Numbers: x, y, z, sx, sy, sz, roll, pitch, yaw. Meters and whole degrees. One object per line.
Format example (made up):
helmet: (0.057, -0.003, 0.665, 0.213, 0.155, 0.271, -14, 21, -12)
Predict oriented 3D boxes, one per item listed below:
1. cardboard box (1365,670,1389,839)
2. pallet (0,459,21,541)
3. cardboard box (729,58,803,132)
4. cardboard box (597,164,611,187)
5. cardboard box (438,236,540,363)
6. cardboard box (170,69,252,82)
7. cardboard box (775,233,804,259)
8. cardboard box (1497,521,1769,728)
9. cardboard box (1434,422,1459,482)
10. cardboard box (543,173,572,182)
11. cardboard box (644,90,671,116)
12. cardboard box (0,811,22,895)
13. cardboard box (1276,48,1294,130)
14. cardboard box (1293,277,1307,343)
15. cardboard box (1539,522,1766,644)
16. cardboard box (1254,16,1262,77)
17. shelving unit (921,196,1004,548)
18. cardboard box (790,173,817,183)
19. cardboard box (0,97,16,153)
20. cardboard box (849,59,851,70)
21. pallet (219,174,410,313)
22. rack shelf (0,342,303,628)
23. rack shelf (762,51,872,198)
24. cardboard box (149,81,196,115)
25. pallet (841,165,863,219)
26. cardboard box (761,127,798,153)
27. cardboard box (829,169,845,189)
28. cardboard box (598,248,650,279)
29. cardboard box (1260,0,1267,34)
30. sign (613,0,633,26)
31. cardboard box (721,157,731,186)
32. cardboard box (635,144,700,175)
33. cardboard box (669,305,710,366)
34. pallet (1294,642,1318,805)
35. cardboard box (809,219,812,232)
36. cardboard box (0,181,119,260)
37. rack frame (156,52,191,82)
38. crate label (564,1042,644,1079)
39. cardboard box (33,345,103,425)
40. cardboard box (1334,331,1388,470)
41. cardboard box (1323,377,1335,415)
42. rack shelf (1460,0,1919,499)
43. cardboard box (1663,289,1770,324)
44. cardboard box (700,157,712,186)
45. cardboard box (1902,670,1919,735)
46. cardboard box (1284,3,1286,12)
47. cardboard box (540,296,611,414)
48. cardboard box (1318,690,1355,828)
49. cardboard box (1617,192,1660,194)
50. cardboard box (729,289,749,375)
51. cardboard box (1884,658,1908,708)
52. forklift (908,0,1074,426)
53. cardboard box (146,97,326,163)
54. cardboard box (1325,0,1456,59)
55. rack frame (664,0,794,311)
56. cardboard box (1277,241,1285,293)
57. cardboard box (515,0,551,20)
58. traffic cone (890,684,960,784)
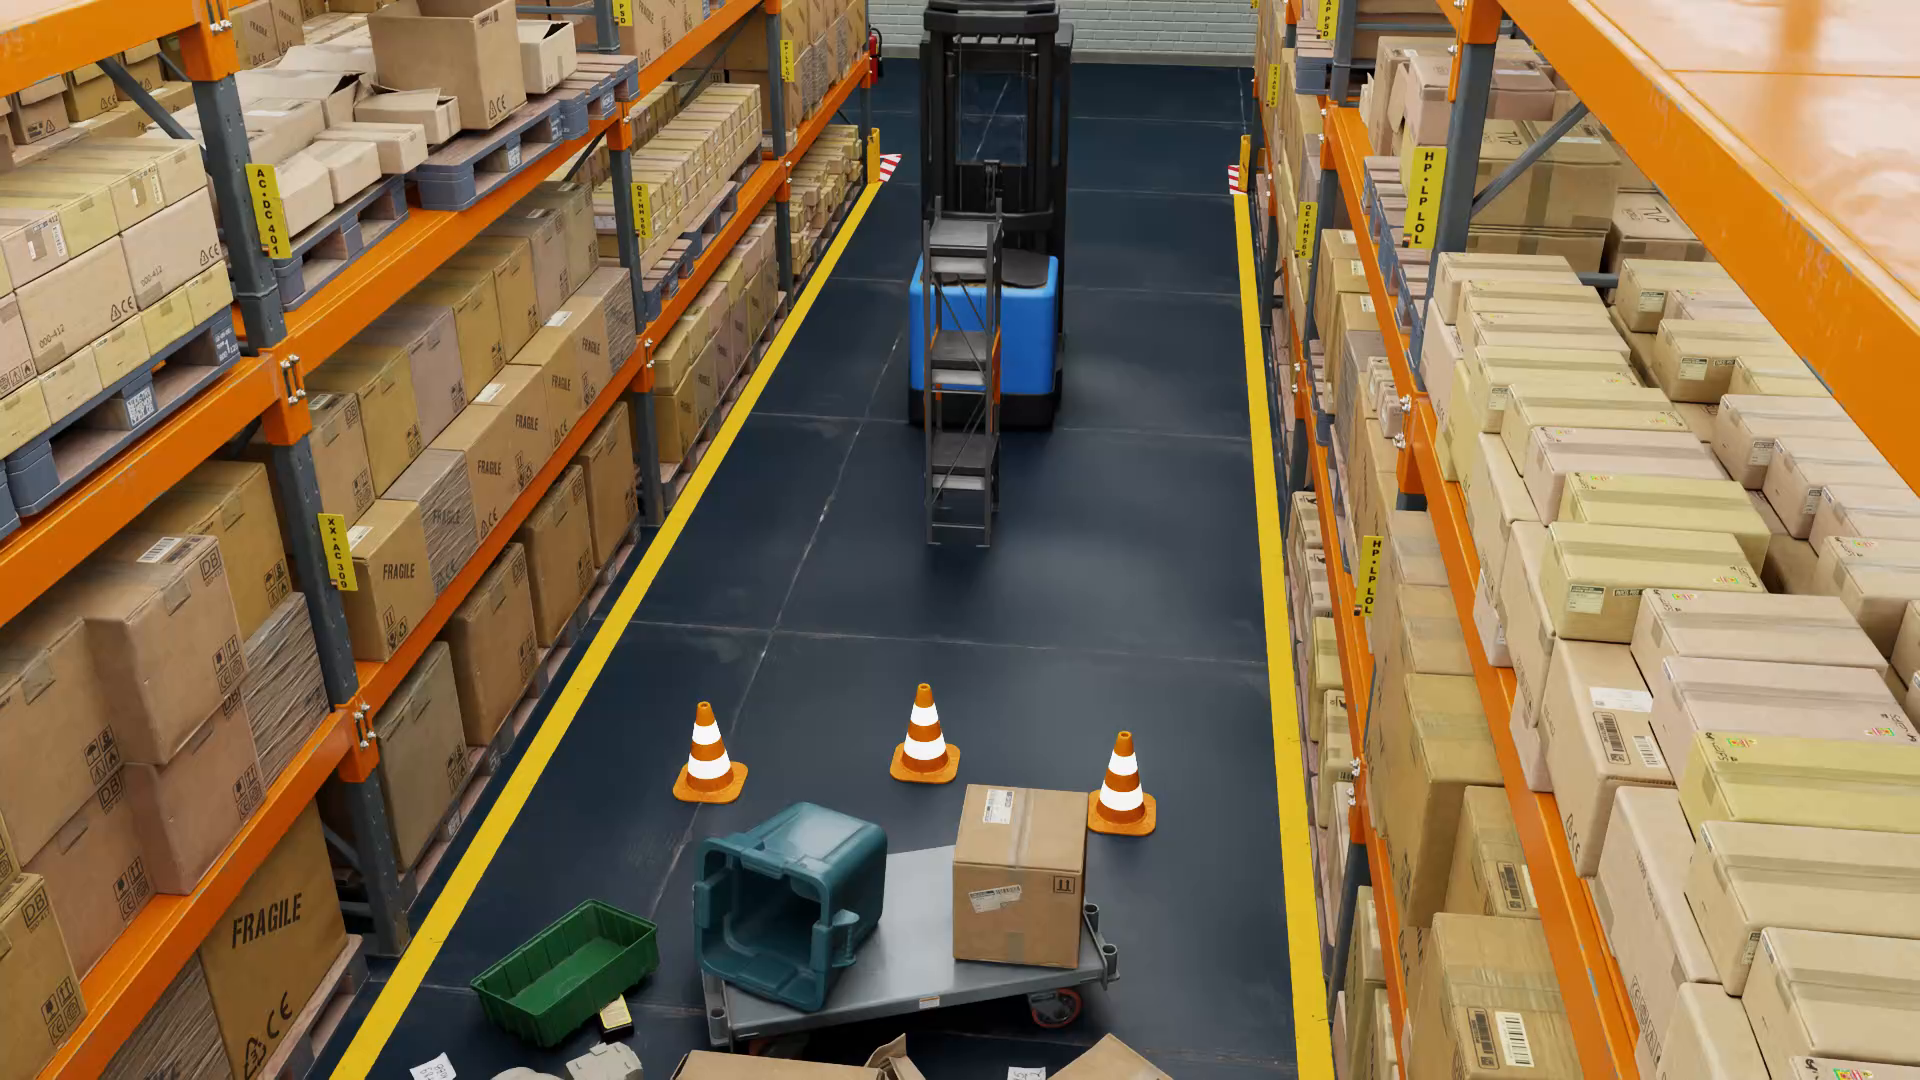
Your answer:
cardboard box: (1.689, 0.689, 5.682, 0.500, 0.500, 0.500, 3, 28, 6)
pallet: (-3.168, 0.108, 4.109, 1.003, 0.211, 1.213, 3, 28, 6)
cardboard box: (-1.615, -3.726, 13.877, 0.500, 0.500, 0.500, 3, 28, 5)
cardboard box: (-2.651, -2.522, 11.569, 0.380, 0.149, 0.250, 4, 29, 7)
cardboard box: (-2.602, -1.244, 8.529, 0.700, 0.500, 0.500, 3, 28, 5)
cardboard box: (-6.518, -3.940, 14.537, 0.500, 0.250, 0.500, 3, 28, 5)
cardboard box: (-1.564, -2.546, 14.354, 0.380, 0.149, 0.250, 5, 29, 9)
cardboard box: (1.506, 0.195, 3.700, 0.500, 0.250, 0.500, 4, 29, 7)
cardboard box: (1.648, -0.285, 5.010, 0.380, 0.149, 0.250, 3, 28, 6)
cardboard box: (-2.746, -2.285, 10.816, 0.380, 0.149, 0.250, 4, 29, 8)
cardboard box: (-2.458, -3.379, 12.846, 0.380, 0.149, 0.250, 4, 29, 8)
cardboard box: (-3.197, 0.825, 4.552, 0.875, 0.550, 0.500, 3, 28, 6)
cardboard box: (2.660, -3.387, 12.506, 0.500, 0.500, 0.500, 4, 29, 7)
cardboard box: (2.314, -1.397, 10.131, 0.500, 0.250, 0.500, 2, 28, 4)
cardboard box: (1.432, 0.094, 3.466, 0.380, 0.149, 0.250, 4, 29, 7)
cardboard box: (3.146, -4.811, 16.203, 0.500, 0.500, 0.500, 3, 28, 6)
shelving unit: (0.020, -1.002, 10.189, 0.431, 2.100, 0.503, 3, 28, 6)
cardboard box: (-1.530, -3.295, 15.432, 0.380, 0.149, 0.250, 2, 28, 4)
cardboard box: (-7.138, -2.921, 11.639, 0.797, 0.503, 0.637, 4, 29, 7)
cardboard box: (-1.279, -4.702, 16.371, 0.380, 0.149, 0.250, 3, 28, 6)
pallet: (-2.843, -1.238, 6.717, 0.805, 0.209, 1.217, 2, 28, 4)
rack shelf: (-3.151, 0.370, 4.288, 1.077, 0.370, 4.000, 3, 28, 6)
rack shelf: (-1.681, -3.958, 15.484, 1.077, 0.370, 4.000, 3, 28, 6)
cardboard box: (-6.622, -3.477, 13.728, 0.500, 0.500, 0.500, 3, 29, 6)
pallet: (-1.580, -3.572, 16.950, 1.003, 0.211, 1.213, 3, 28, 6)
cardboard box: (-1.566, -3.337, 13.838, 0.380, 0.149, 0.250, 4, 29, 8)
cardboard box: (-1.330, -3.522, 16.167, 0.380, 0.149, 0.250, 4, 29, 7)
cardboard box: (-2.161, -1.723, 10.400, 0.380, 0.149, 0.250, 3, 28, 5)
cardboard box: (3.092, -5.007, 15.514, 0.500, 0.500, 0.500, 3, 28, 5)
sign: (-1.866, -2.997, 9.151, 0.100, 0.325, 0.005, 3, 28, 6)
cardboard box: (-1.901, -2.720, 12.251, 0.380, 0.149, 0.250, 2, 28, 4)
cardboard box: (-2.007, -2.611, 11.422, 0.380, 0.149, 0.250, 4, 29, 8)
cardboard box: (-2.029, -1.414, 11.406, 0.500, 0.250, 0.500, 3, 28, 6)
pallet: (2.260, 0.958, 8.541, 1.003, 0.211, 1.213, 3, 28, 6)
cardboard box: (-1.571, -2.912, 15.348, 0.380, 0.149, 0.250, 2, 28, 4)
cardboard box: (-2.697, -0.929, 4.818, 0.380, 0.149, 0.250, 3, 28, 6)
rack frame: (-6.836, -3.669, 14.190, 1.000, 3.000, 0.127, 3, 28, 6)
crate label: (-1.398, 2.101, 6.498, 0.298, 0.136, 0.250, -17, 33, -29)
cardboard box: (-2.725, -0.455, 4.779, 0.380, 0.149, 0.250, 3, 29, 6)
cardboard box: (2.040, -0.641, 7.707, 0.500, 0.500, 0.500, 2, 28, 4)
cardboard box: (2.083, -0.757, 8.606, 0.380, 0.149, 0.250, 4, 29, 6)
rack shelf: (1.774, -0.709, 3.132, 1.077, 0.370, 4.000, 3, 28, 6)
cardboard box: (2.241, -0.599, 4.754, 0.380, 0.149, 0.250, 3, 28, 5)
cardboard box: (-1.972, -2.605, 11.723, 0.380, 0.149, 0.250, 4, 29, 8)
cardboard box: (1.922, 0.370, 2.955, 0.380, 0.149, 0.250, 3, 28, 6)
cardboard box: (2.910, -4.501, 13.890, 0.380, 0.149, 0.250, 3, 28, 6)
cardboard box: (-2.267, -1.032, 9.189, 0.500, 0.500, 0.500, 3, 28, 6)
cardboard box: (2.166, 1.059, 7.741, 0.950, 0.372, 0.625, 5, 29, 9)
cardboard box: (2.550, -1.257, 6.266, 0.500, 0.250, 0.500, 3, 28, 6)
cardboard box: (-1.897, -1.572, 12.490, 0.500, 0.500, 0.500, 3, 28, 5)
cardboard box: (1.965, 0.468, 3.193, 0.500, 0.250, 0.500, 4, 29, 8)
forklift: (0.273, -2.777, 12.607, 1.130, 2.935, 3.031, 2, 28, 4)
cardboard box: (-2.973, -1.645, 6.880, 0.500, 0.250, 0.500, 3, 28, 6)
cardboard box: (2.406, -2.947, 9.136, 0.797, 0.503, 0.637, 2, 28, 3)
rack frame: (-1.926, -3.333, 13.566, 1.000, 3.000, 0.127, 3, 28, 6)
cardboard box: (3.183, -2.439, 14.166, 0.875, 0.438, 0.875, 3, 28, 5)
cardboard box: (-2.598, -3.098, 9.862, 0.500, 0.500, 0.500, 3, 28, 6)
traffic cone: (-0.175, 0.930, 8.328, 0.336, 0.463, 0.334, 3, 28, 6)
